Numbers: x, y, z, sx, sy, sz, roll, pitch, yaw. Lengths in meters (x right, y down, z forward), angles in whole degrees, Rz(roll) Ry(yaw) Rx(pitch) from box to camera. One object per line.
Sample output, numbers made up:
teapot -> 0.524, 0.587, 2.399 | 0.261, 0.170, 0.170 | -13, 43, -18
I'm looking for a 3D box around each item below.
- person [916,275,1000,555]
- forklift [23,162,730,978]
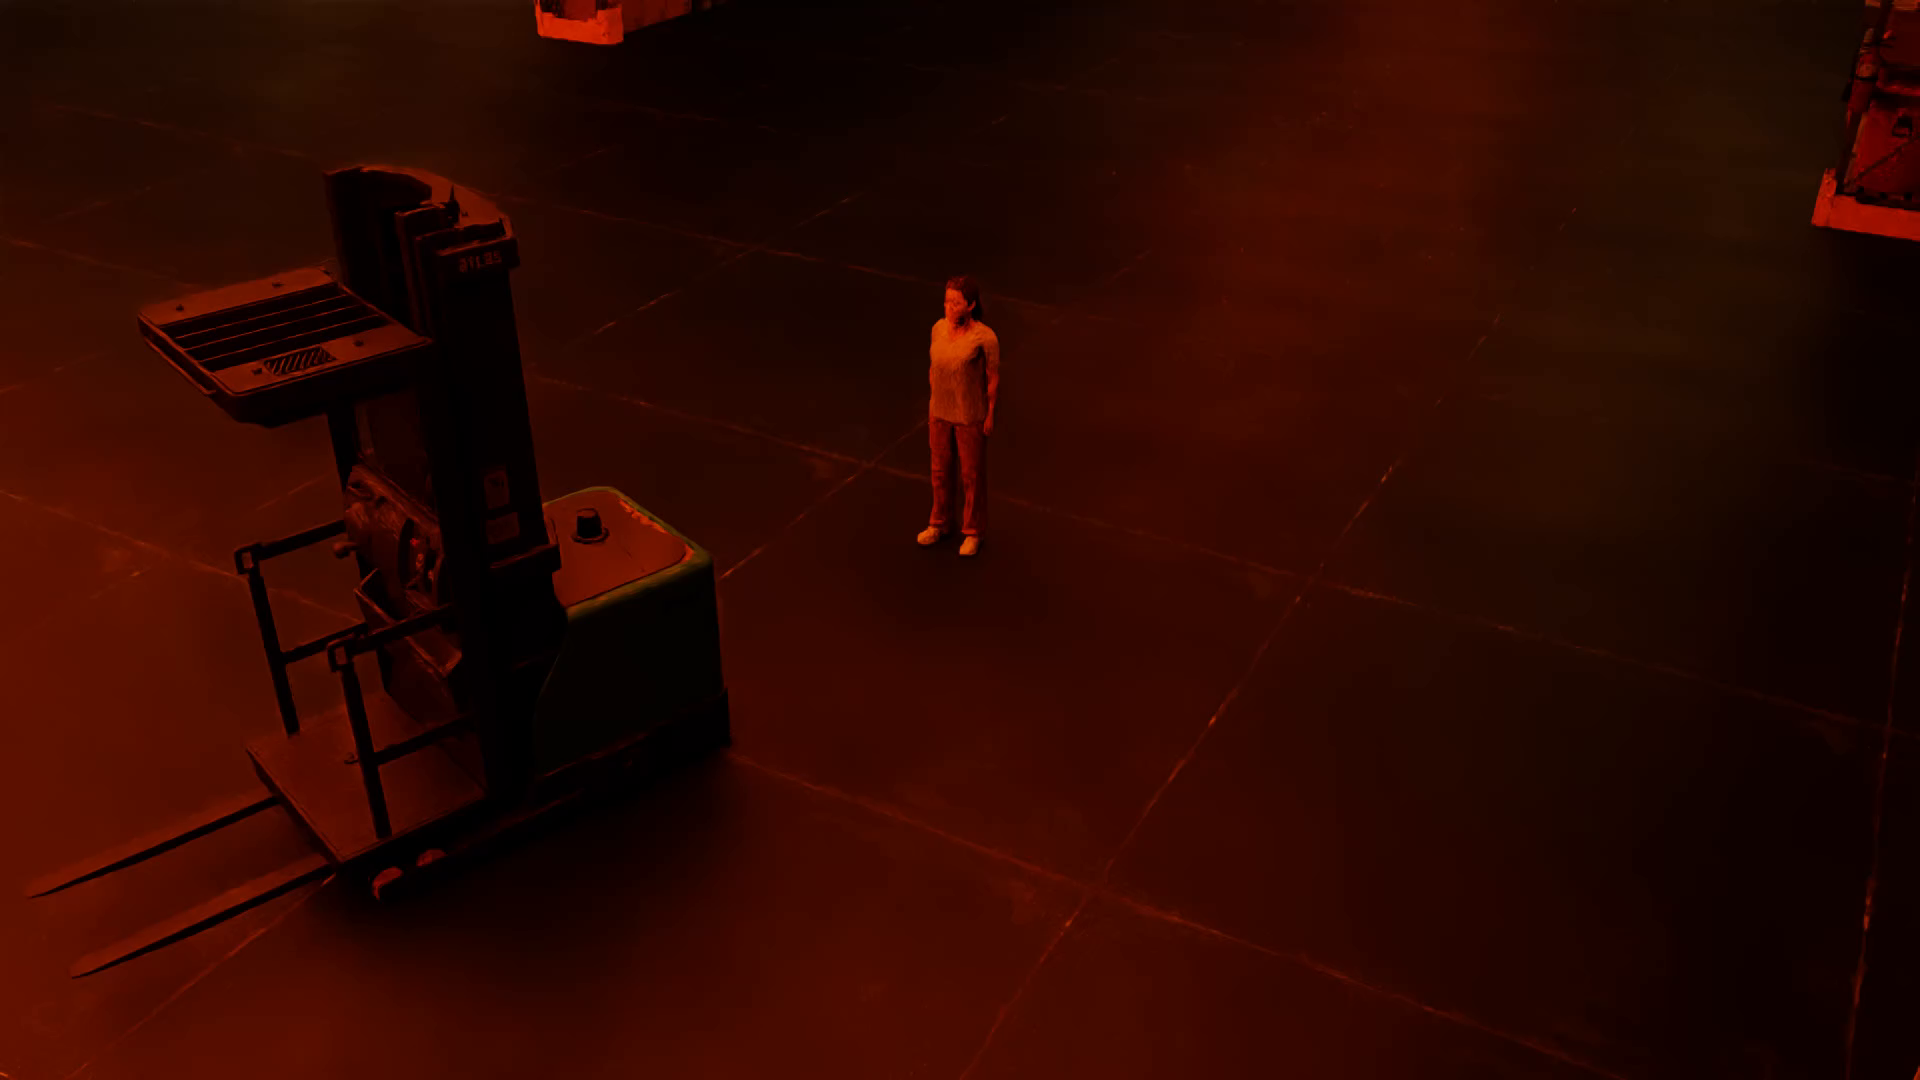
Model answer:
person -> -0.002, -0.720, 9.577 | 0.429, 1.673, 0.365 | 15, 33, 25
forklift -> -2.584, 0.029, 7.021 | 3.031, 2.935, 1.130 | -24, 37, -35
